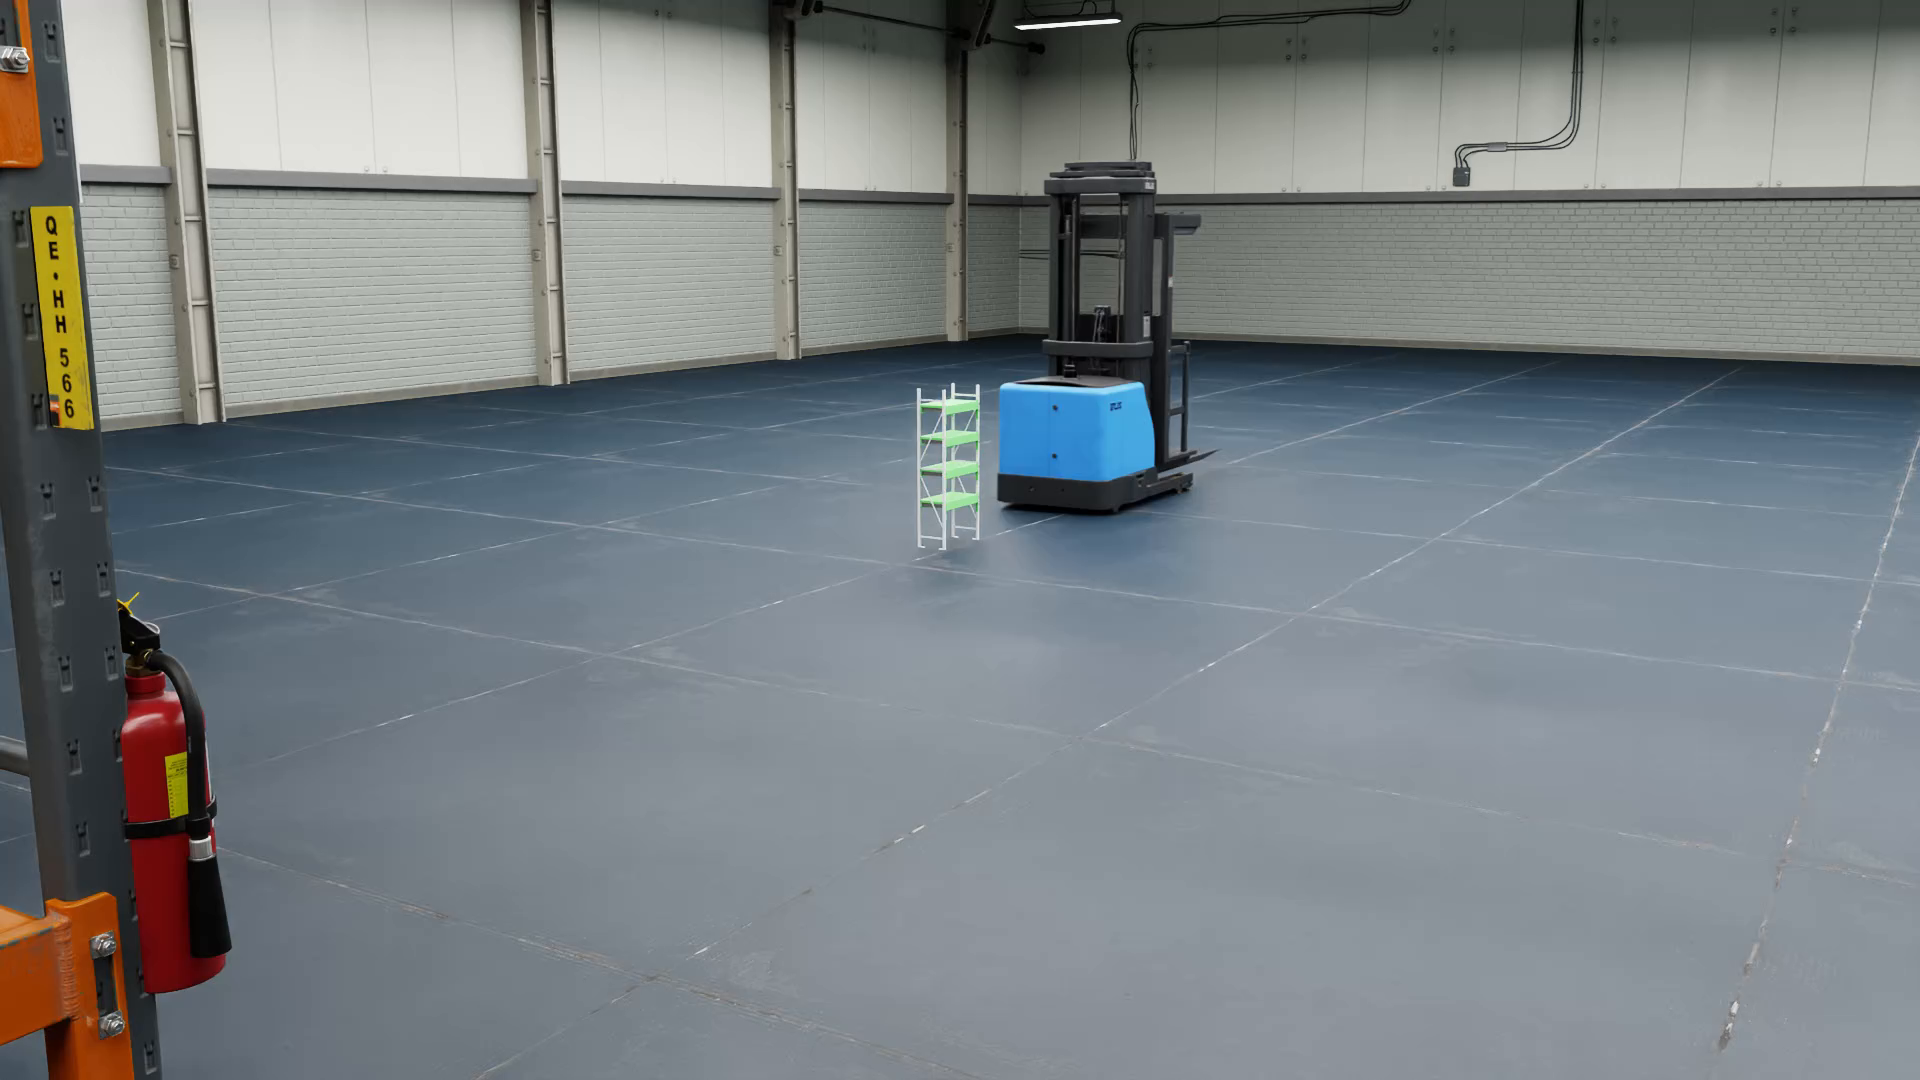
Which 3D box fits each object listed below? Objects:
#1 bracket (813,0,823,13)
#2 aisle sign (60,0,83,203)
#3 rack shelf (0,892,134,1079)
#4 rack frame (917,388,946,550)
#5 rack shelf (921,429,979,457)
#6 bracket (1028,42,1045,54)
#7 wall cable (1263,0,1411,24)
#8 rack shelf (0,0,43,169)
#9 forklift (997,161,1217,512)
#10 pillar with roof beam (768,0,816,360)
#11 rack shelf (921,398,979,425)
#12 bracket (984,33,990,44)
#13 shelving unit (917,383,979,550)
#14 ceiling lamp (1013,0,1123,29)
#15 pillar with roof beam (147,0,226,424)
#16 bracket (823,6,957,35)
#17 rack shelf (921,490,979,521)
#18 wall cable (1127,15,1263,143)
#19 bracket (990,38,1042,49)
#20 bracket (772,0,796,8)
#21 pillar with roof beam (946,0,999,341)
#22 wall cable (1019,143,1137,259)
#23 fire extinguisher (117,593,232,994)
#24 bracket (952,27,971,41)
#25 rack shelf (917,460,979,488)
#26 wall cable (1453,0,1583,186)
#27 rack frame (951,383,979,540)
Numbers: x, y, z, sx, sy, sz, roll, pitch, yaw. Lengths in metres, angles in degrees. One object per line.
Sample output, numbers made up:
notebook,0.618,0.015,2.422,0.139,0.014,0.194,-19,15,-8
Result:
bracket,-2.658,-9.580,29.803,0.235,0.232,0.430,6,12,31
aisle sign,-1.503,-0.918,2.555,0.394,0.787,0.004,6,12,31
rack shelf,-2.830,1.009,1.281,1.077,0.370,4.000,6,12,31
rack frame,-0.213,-0.525,12.414,0.240,1.200,0.015,6,12,31
rack shelf,-0.086,-0.737,12.587,0.258,0.148,0.480,6,12,31
bracket,1.687,-10.896,36.834,0.235,0.232,0.430,6,12,31
wall cable,7.555,-11.697,33.250,3.097,2.526,0.112,6,12,31
rack shelf,-2.830,-0.465,1.005,1.077,0.370,4.000,6,12,31
forklift,1.491,-1.900,15.050,1.130,2.935,3.031,6,12,29
pillar with roof beam,0.502,-7.368,27.770,9.100,9.000,0.548,6,12,31
rack shelf,-0.086,-0.973,12.543,0.258,0.148,0.480,6,12,31
bracket,0.457,-10.523,34.843,0.235,0.232,0.430,6,12,31
shelving unit,-0.086,-0.564,12.619,0.258,1.200,0.503,6,12,31
ceiling lamp,1.991,-10.530,28.800,2.000,3.185,0.800,6,12,31
pillar with roof beam,-5.728,-5.481,17.689,9.100,9.000,0.400,6,12,31
bracket,-1.312,-9.988,31.982,0.076,0.066,4.783,6,12,31
rack shelf,-0.086,-0.265,12.675,0.258,0.148,0.480,6,12,31
wall cable,4.910,-9.757,35.247,3.097,2.526,0.112,6,12,31
bracket,1.380,-10.803,36.338,0.076,0.066,3.189,6,12,31
bracket,-3.089,-9.449,29.106,0.235,0.232,0.430,6,12,31
pillar with roof beam,3.617,-8.311,32.810,9.100,9.000,0.548,6,12,31
wall cable,2.597,-7.533,37.093,3.097,2.526,0.112,6,12,31
fire extinguisher,-1.338,0.405,2.763,0.296,0.674,0.183,6,12,31
bracket,0.026,-10.393,34.146,0.235,0.232,0.430,6,12,31
rack shelf,-0.086,-0.501,12.631,0.258,0.148,0.480,6,12,31
wall cable,10.703,-9.822,31.636,2.305,6.003,0.169,6,12,31
rack frame,0.041,-0.602,12.824,0.240,1.200,0.015,6,12,31
